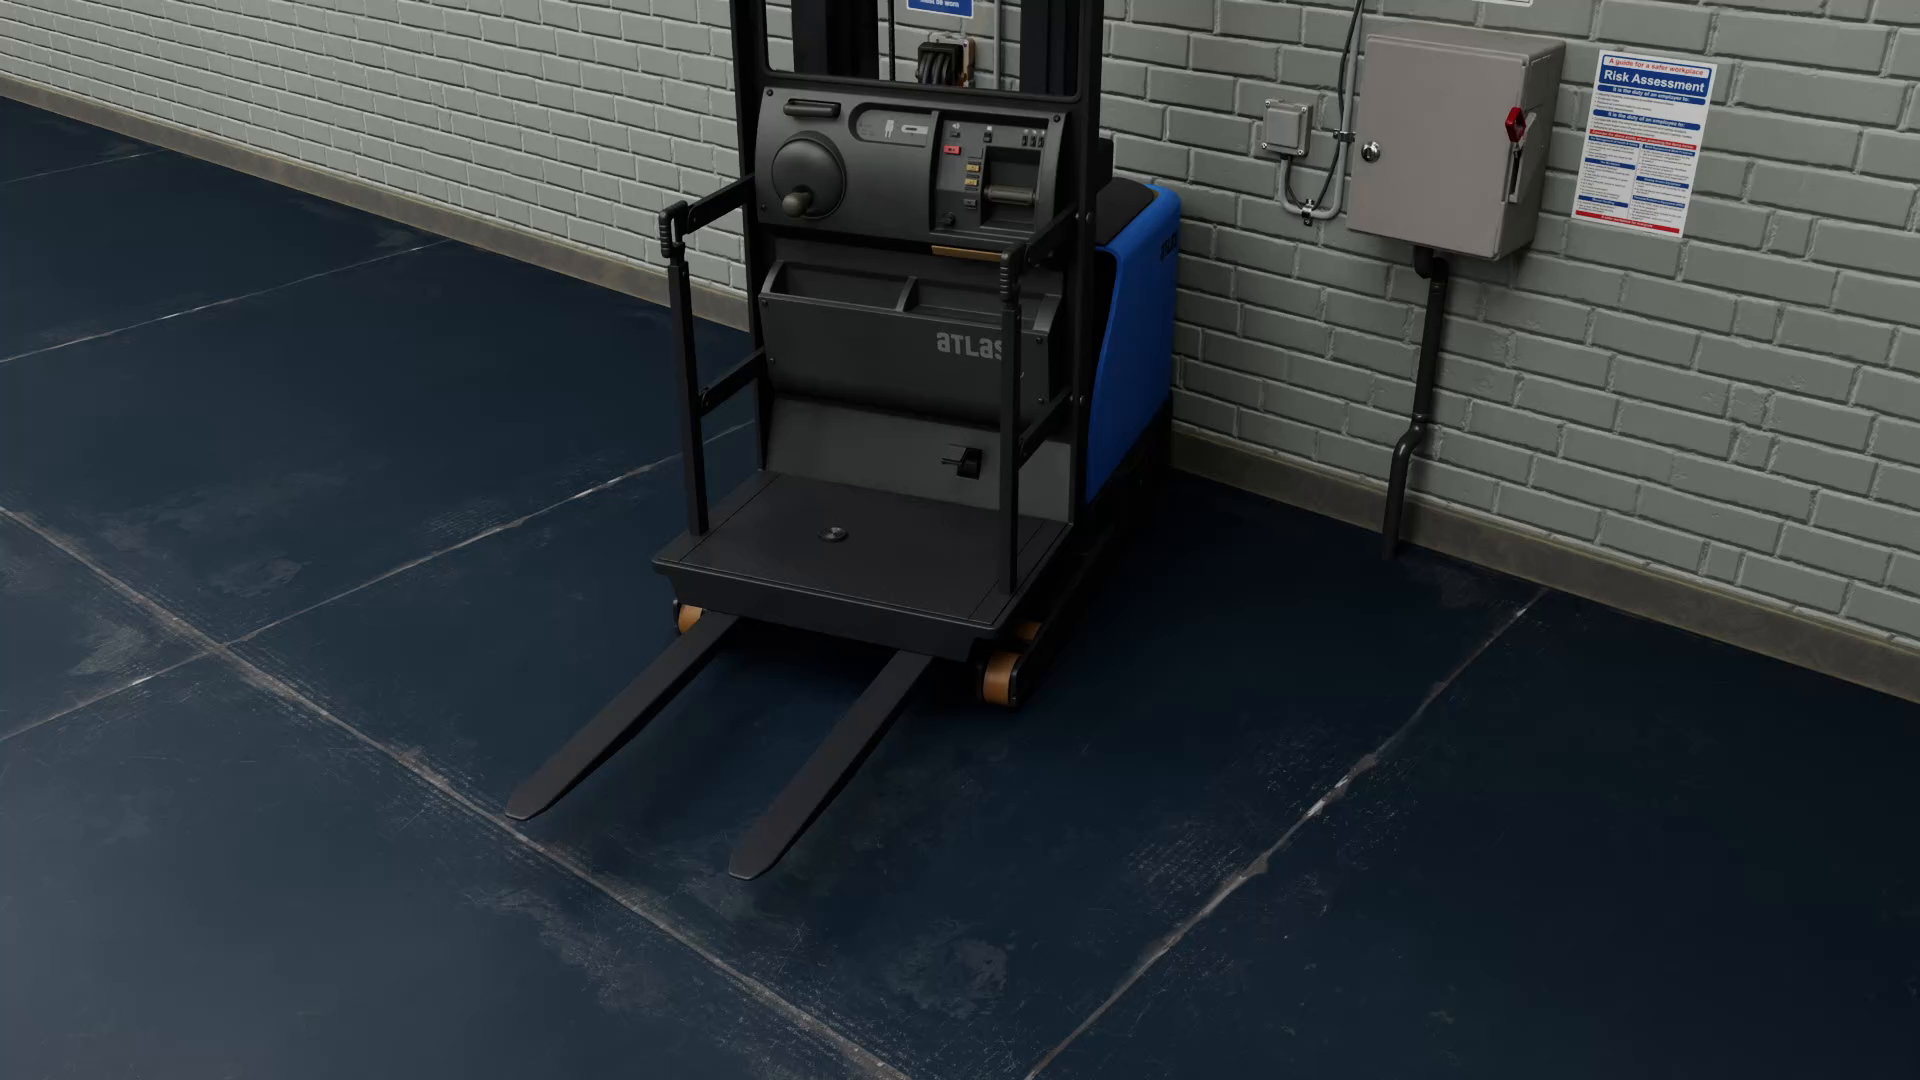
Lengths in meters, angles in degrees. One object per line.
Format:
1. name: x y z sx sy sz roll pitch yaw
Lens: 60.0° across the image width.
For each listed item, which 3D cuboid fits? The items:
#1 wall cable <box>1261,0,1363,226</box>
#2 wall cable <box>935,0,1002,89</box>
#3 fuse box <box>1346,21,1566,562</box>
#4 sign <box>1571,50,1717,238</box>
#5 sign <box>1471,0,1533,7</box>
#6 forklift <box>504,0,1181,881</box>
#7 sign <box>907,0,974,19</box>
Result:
1. wall cable: 1.025 -1.961 5.171 0.588 1.984 0.122 21 34 34
2. wall cable: -0.077 -2.386 5.957 0.585 1.953 0.123 21 34 34
3. fuse box: 1.451 -0.682 5.207 0.539 1.711 0.414 21 34 34
4. sign: 1.964 -1.142 4.796 0.329 0.494 0.001 21 34 34
5. sign: 1.540 -1.711 4.894 0.339 0.242 0.001 21 34 34
6. forklift: -0.229 -1.035 4.561 1.130 2.935 3.031 10 29 19
7. sign: -0.075 -2.076 6.205 0.327 0.218 0.001 21 34 34
